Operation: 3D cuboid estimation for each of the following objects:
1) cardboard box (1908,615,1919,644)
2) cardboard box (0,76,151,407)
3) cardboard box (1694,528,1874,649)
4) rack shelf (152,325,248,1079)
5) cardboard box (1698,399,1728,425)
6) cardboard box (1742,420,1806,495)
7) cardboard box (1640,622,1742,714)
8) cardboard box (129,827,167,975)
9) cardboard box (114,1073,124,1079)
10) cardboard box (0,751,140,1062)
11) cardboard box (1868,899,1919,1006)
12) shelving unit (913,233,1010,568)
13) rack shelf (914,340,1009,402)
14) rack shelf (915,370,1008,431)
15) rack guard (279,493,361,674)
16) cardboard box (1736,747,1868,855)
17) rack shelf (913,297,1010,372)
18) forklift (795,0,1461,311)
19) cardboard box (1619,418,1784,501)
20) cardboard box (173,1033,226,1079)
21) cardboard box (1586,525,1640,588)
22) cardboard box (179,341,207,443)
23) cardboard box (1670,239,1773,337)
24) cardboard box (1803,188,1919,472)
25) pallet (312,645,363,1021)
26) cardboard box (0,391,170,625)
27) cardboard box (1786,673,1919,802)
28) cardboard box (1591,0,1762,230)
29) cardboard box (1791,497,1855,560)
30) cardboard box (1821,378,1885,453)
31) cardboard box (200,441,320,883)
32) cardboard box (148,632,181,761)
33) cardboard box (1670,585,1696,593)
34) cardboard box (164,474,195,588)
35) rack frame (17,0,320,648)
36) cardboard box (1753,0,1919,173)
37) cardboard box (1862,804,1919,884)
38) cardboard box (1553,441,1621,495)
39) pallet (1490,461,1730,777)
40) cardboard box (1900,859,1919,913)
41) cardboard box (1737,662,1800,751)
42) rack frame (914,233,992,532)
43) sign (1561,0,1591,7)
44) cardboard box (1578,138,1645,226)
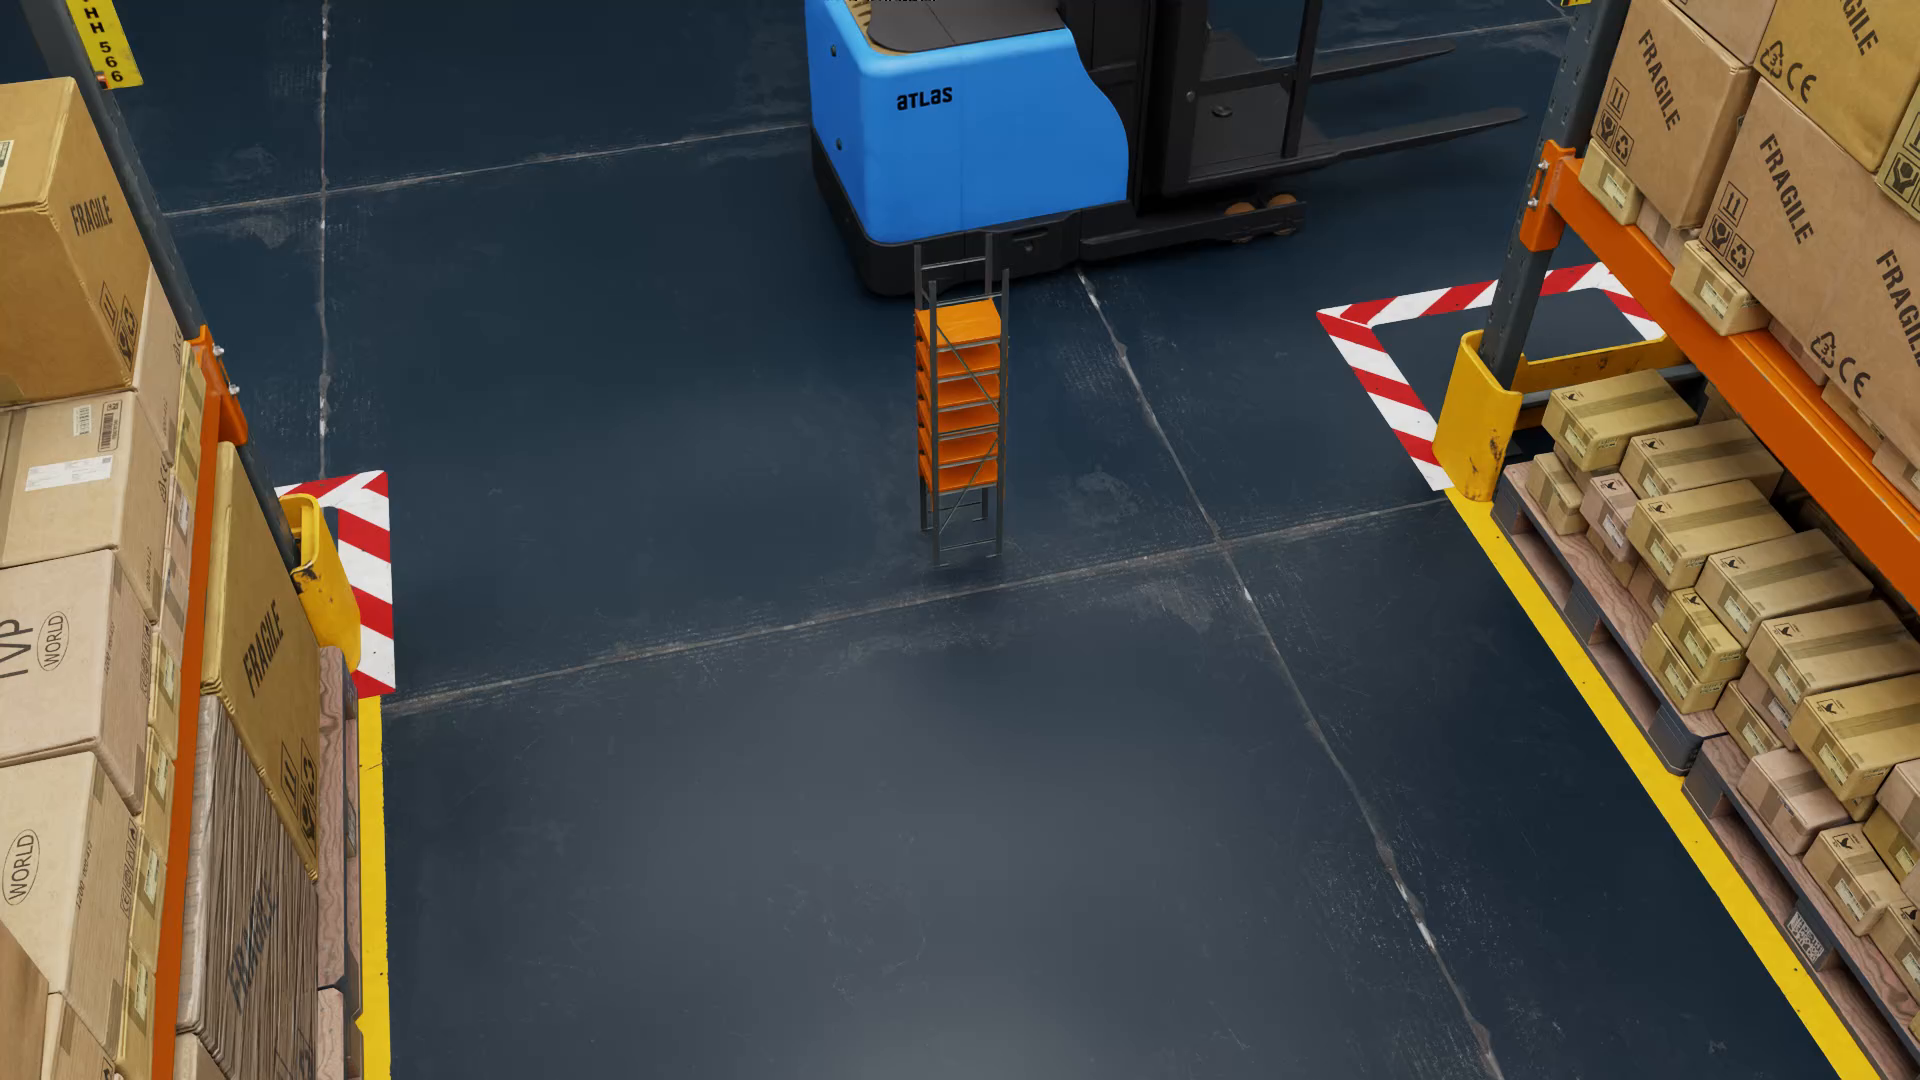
[{"bbox_3d":[2.988,0.322,4.828,0.380,0.149,0.250,-10,46,-10],"label":"cardboard box"},{"bbox_3d":[-2.144,-0.640,3.648,0.500,0.500,0.500,-10,46,-10],"label":"cardboard box"},{"bbox_3d":[2.374,0.137,4.801,0.380,0.149,0.250,-13,47,-12],"label":"cardboard box"},{"bbox_3d":[-2.011,1.019,3.155,1.077,0.370,4.000,-11,47,-10],"label":"rack shelf"},{"bbox_3d":[2.709,-0.392,5.528,0.380,0.149,0.250,-12,47,-11],"label":"cardboard box"},{"bbox_3d":[2.687,-0.305,5.234,0.380,0.149,0.250,-10,46,-10],"label":"cardboard box"},{"bbox_3d":[2.298,0.353,5.006,0.380,0.149,0.250,-10,46,-10],"label":"cardboard box"},{"bbox_3d":[-1.722,0.715,3.125,0.380,0.149,0.250,-10,46,-10],"label":"cardboard box"},{"bbox_3d":[-1.585,1.076,2.771,0.380,0.149,0.250,-10,46,-10],"label":"cardboard box"},{"bbox_3d":[-1.745,0.681,2.879,0.500,0.250,0.500,-11,47,-10],"label":"cardboard box"},{"bbox_3d":[2.625,1.046,4.327,0.380,0.149,0.250,-10,46,-10],"label":"cardboard box"},{"bbox_3d":[0.004,-0.410,5.312,0.258,1.200,0.189,-11,47,-10],"label":"shelving unit"},{"bbox_3d":[0.004,-0.547,5.172,0.258,0.103,0.180,-11,47,-10],"label":"rack shelf"},{"bbox_3d":[0.004,-0.463,5.258,0.258,0.103,0.180,-11,47,-10],"label":"rack shelf"},{"bbox_3d":[-2.529,0.245,5.160,1.175,0.500,0.348,-11,47,-10],"label":"rack guard"},{"bbox_3d":[2.435,0.699,4.667,0.380,0.149,0.250,-13,47,-12],"label":"cardboard box"},{"bbox_3d":[0.004,-0.631,5.086,0.258,0.103,0.180,-11,47,-10],"label":"rack shelf"},{"bbox_3d":[0.862,-2.725,6.368,3.031,2.935,1.130,-25,51,-23],"label":"forklift"},{"bbox_3d":[2.290,-0.216,5.147,0.380,0.149,0.250,-10,46,-10],"label":"cardboard box"},{"bbox_3d":[-1.821,1.653,3.224,0.875,0.875,0.875,-11,47,-10],"label":"cardboard box"},{"bbox_3d":[2.268,-0.014,5.366,0.380,0.149,0.250,-11,47,-10],"label":"cardboard box"},{"bbox_3d":[-2.113,-0.340,4.159,0.380,0.149,0.250,-10,46,-10],"label":"cardboard box"},{"bbox_3d":[2.186,-0.716,4.527,0.380,0.149,0.250,-12,47,-11],"label":"cardboard box"},{"bbox_3d":[2.420,-0.524,3.885,0.500,0.500,0.500,-10,46,-10],"label":"cardboard box"},{"bbox_3d":[-2.243,0.900,4.720,1.003,0.211,1.213,-11,47,-10],"label":"pallet"},{"bbox_3d":[-2.013,-0.029,3.575,0.500,0.250,0.500,-11,47,-11],"label":"cardboard box"},{"bbox_3d":[2.459,0.521,4.425,0.380,0.149,0.250,-10,46,-10],"label":"cardboard box"},{"bbox_3d":[2.145,-1.230,4.576,0.500,0.500,0.500,-9,46,-8],"label":"cardboard box"},{"bbox_3d":[2.843,-0.034,5.176,0.380,0.149,0.250,-12,47,-12],"label":"cardboard box"},{"bbox_3d":[2.431,-0.370,4.188,0.380,0.149,0.250,-11,47,-11],"label":"cardboard box"},{"bbox_3d":[-2.282,0.410,4.441,0.875,0.875,0.875,-11,47,-10],"label":"cardboard box"},{"bbox_3d":[-1.851,0.365,3.468,0.380,0.149,0.250,-12,47,-11],"label":"cardboard box"},{"bbox_3d":[2.347,0.057,5.088,0.380,0.149,0.250,-10,46,-10],"label":"cardboard box"},{"bbox_3d":[-1.982,0.013,3.813,0.380,0.149,0.250,-11,47,-10],"label":"cardboard box"},{"bbox_3d":[-2.523,-0.614,4.251,1.000,3.000,0.127,-11,47,-10],"label":"rack frame"},{"bbox_3d":[2.291,-1.234,3.881,0.500,0.500,0.500,-9,46,-9],"label":"cardboard box"},{"bbox_3d":[2.637,0.788,4.372,0.380,0.149,0.250,-9,46,-8],"label":"cardboard box"},{"bbox_3d":[2.184,-0.296,5.433,0.380,0.149,0.250,-9,46,-9],"label":"cardboard box"},{"bbox_3d":[2.491,0.145,5.460,1.003,0.211,1.213,-11,47,-10],"label":"pallet"},{"bbox_3d":[2.574,0.868,4.084,0.380,0.149,0.250,-12,47,-12],"label":"cardboard box"},{"bbox_3d":[2.468,0.419,4.732,0.380,0.149,0.250,-13,47,-12],"label":"cardboard box"},{"bbox_3d":[-0.020,-0.473,5.374,0.240,1.200,0.006,-11,47,-10],"label":"rack frame"},{"bbox_3d":[1.773,-1.655,4.665,0.100,0.325,0.005,-11,47,-10],"label":"sign"},{"bbox_3d":[2.064,-1.079,4.884,0.380,0.149,0.250,-11,47,-11],"label":"cardboard box"}]
